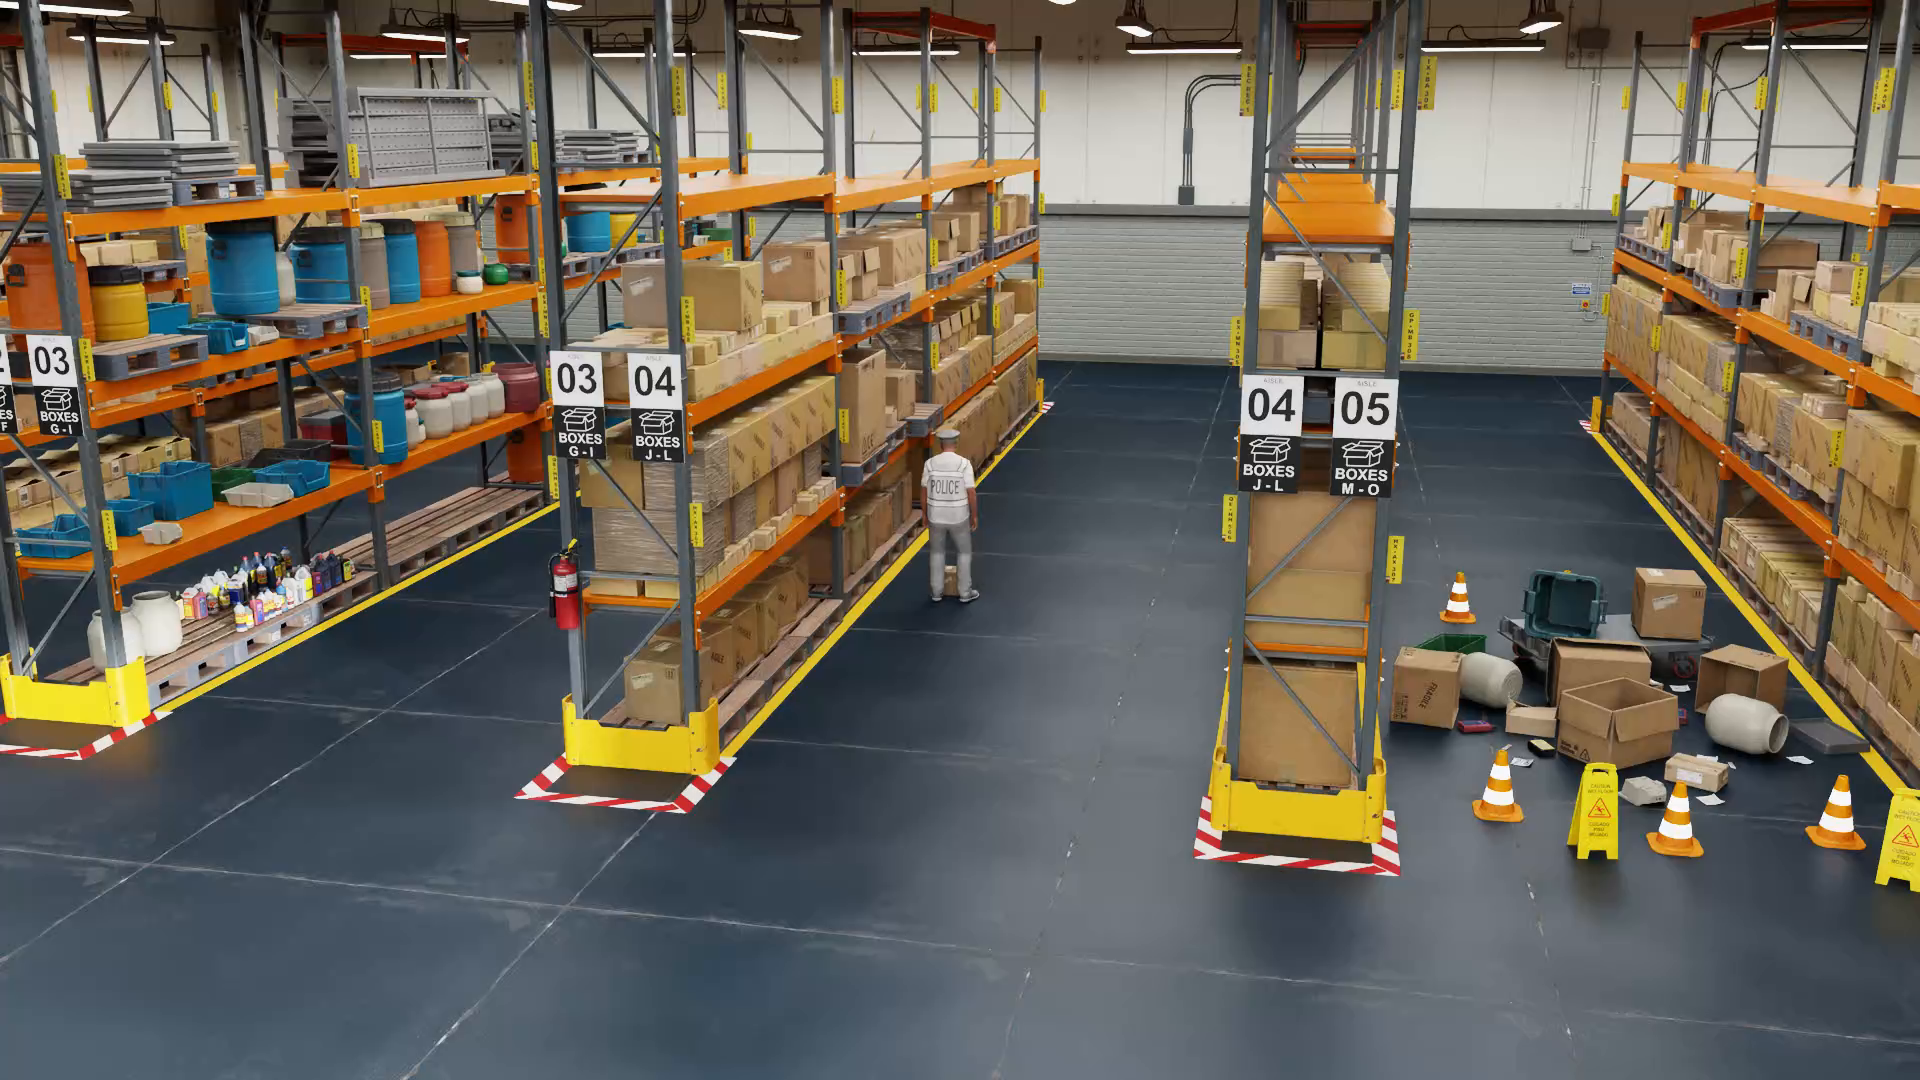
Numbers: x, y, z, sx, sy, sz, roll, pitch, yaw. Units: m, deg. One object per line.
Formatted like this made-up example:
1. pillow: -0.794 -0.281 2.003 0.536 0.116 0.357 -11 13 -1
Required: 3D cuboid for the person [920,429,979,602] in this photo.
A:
1. person: -0.110 -0.234 16.895 0.585 1.747 0.439 3 15 11
